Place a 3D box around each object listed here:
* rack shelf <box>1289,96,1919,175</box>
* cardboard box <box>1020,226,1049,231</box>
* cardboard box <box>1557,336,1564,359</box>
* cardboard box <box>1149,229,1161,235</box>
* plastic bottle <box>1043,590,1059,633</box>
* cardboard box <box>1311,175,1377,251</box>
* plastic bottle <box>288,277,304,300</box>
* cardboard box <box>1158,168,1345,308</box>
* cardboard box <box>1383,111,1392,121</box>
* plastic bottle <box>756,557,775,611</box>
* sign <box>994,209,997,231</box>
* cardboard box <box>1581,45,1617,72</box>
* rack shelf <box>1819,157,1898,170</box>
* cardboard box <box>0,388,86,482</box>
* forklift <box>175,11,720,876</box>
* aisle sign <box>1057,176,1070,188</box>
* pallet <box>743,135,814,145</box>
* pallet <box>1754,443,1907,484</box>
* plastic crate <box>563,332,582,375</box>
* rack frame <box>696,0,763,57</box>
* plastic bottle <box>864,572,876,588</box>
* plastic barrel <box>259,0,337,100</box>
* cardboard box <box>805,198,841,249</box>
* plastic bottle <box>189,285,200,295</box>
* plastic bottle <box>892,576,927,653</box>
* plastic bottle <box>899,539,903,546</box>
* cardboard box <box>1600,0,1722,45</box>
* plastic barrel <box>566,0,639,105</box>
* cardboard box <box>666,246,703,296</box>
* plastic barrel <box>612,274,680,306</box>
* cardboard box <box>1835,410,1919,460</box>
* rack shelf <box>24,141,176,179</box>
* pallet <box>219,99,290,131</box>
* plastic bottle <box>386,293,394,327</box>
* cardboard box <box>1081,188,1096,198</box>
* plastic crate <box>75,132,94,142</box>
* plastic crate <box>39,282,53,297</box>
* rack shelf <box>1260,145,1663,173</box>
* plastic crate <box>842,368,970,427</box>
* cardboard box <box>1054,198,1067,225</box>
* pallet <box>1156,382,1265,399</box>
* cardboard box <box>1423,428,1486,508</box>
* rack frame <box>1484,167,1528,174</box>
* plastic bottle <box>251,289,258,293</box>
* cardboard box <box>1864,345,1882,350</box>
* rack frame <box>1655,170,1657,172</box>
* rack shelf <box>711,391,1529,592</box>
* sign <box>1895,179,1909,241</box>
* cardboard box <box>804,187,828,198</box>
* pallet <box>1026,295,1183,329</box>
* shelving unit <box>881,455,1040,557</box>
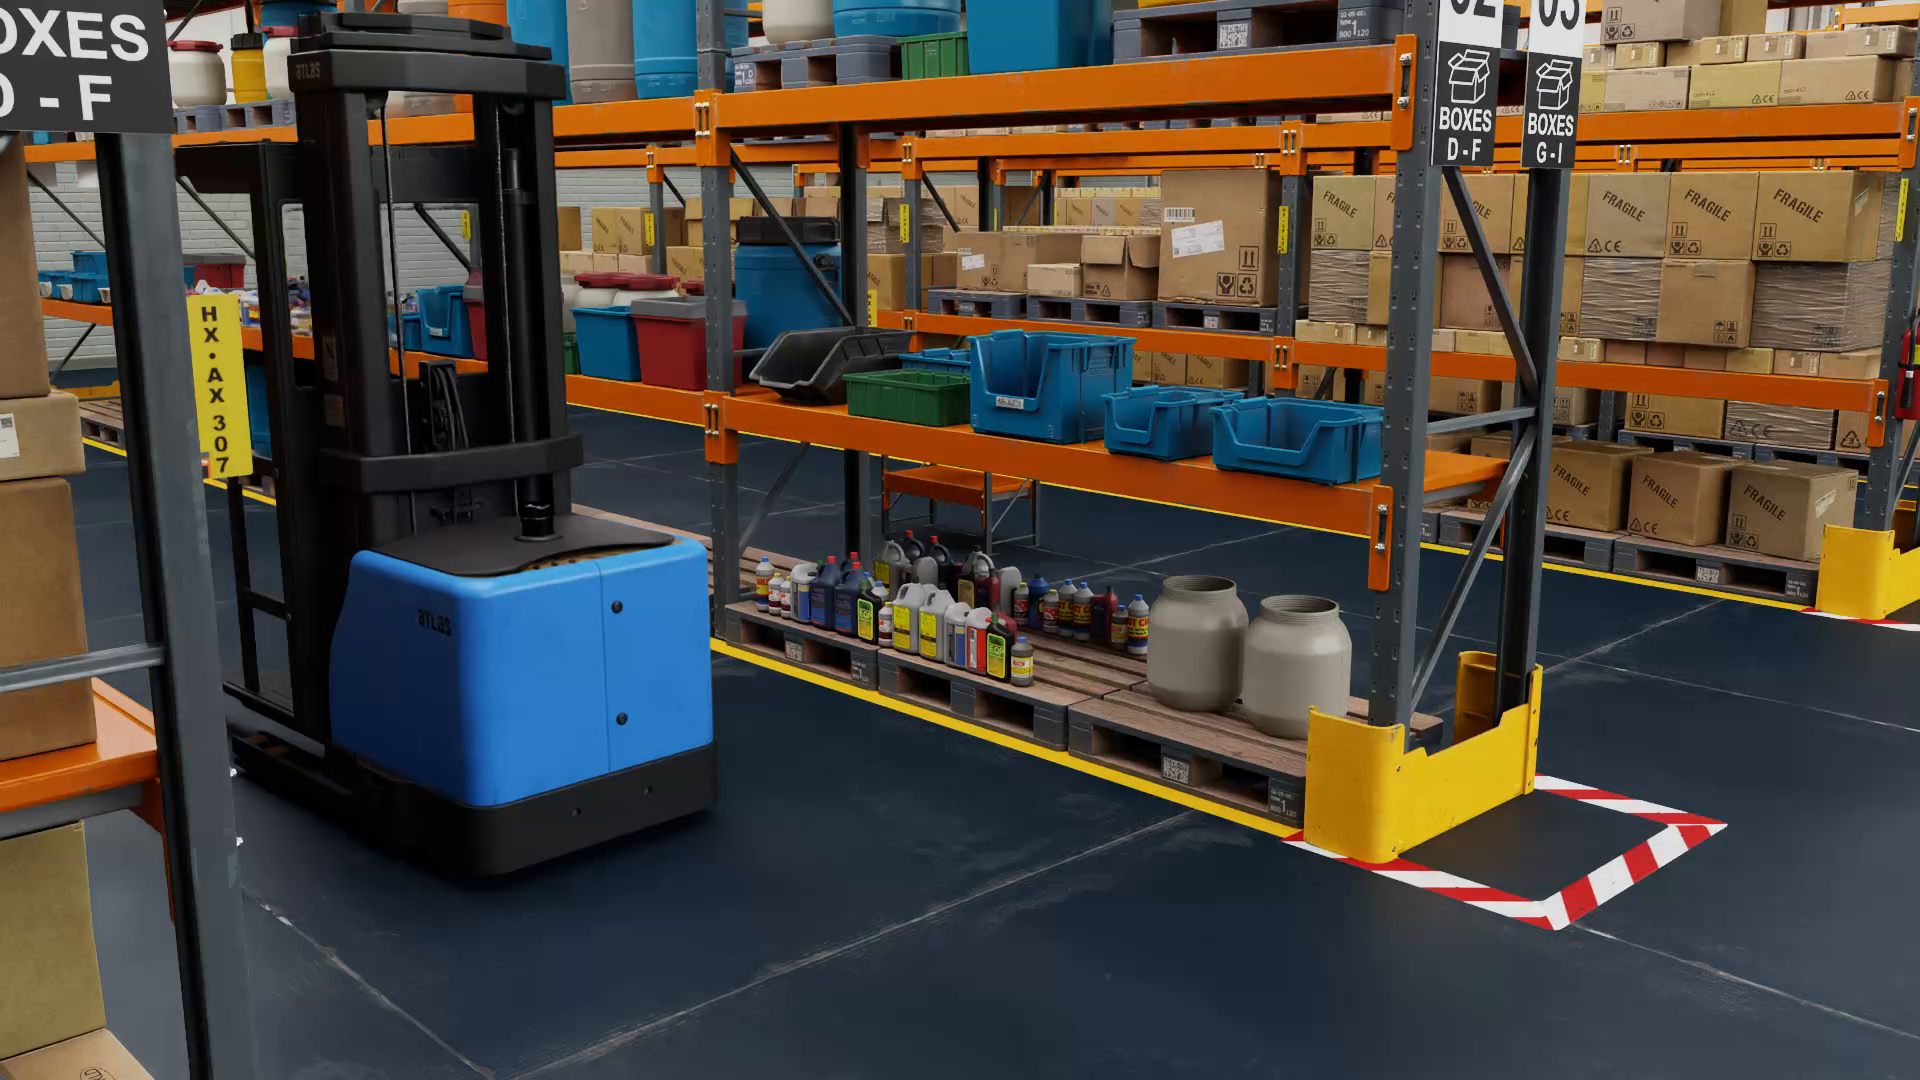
[{"bbox_3d":[4.058,-2.522,10.567,1.077,0.370,4.000,-11,16,-43],"label":"rack shelf"},{"bbox_3d":[0.946,-3.753,20.303,0.380,0.149,0.250,-10,16,-41],"label":"cardboard box"},{"bbox_3d":[3.859,-1.253,10.683,0.380,0.149,0.250,-11,16,-43],"label":"cardboard box"},{"bbox_3d":[2.362,-3.452,18.842,0.380,0.149,0.250,-10,15,-41],"label":"cardboard box"},{"bbox_3d":[0.456,0.345,8.147,0.097,0.201,0.097,0,12,0],"label":"plastic bottle"},{"bbox_3d":[2.804,-2.280,11.582,0.500,0.500,0.500,-11,16,-43],"label":"cardboard box"},{"bbox_3d":[-5.535,-2.014,13.877,0.144,0.351,0.185,-11,16,-43],"label":"plastic bottle"},{"bbox_3d":[2.230,-2.332,12.768,1.000,1.000,1.000,-11,16,-42],"label":"cardboard box"},{"bbox_3d":[3.172,-2.915,11.063,0.500,0.250,0.500,-11,16,-43],"label":"cardboard box"},{"bbox_3d":[-1.002,0.222,8.572,0.097,0.271,0.097,0,12,0],"label":"plastic bottle"},{"bbox_3d":[0.301,-2.886,15.312,0.100,0.325,0.005,-11,16,-43],"label":"sign"},{"bbox_3d":[3.973,-2.938,10.190,0.250,0.149,0.380,11,16,42],"label":"cardboard box"},{"bbox_3d":[11.226,-3.903,17.270,1.077,0.370,4.000,-11,16,-43],"label":"rack shelf"},{"bbox_3d":[-1.843,-0.187,3.030,0.380,0.149,0.250,-11,16,-43],"label":"cardboard box"},{"bbox_3d":[-2.320,-0.516,6.654,3.031,2.935,1.130,11,16,43],"label":"forklift"},{"bbox_3d":[1.732,-6.156,27.415,0.394,0.787,0.004,-11,16,-43],"label":"aisle sign"},{"bbox_3d":[-1.343,-3.907,15.974,1.003,0.211,1.213,-10,15,-40],"label":"pallet"},{"bbox_3d":[7.649,-0.707,14.322,1.003,0.211,1.213,-11,16,-43],"label":"pallet"},{"bbox_3d":[-2.312,-1.118,9.928,0.450,0.188,0.662,-11,16,-43],"label":"plastic crate"},{"bbox_3d":[-0.905,-3.945,8.258,1.000,3.000,0.127,-11,16,-43],"label":"rack frame"},{"bbox_3d":[-0.461,0.294,8.221,0.097,0.271,0.097,0,12,0],"label":"plastic bottle"},{"bbox_3d":[-5.141,-3.867,13.029,0.600,0.901,0.708,-11,16,-43],"label":"plastic barrel"},{"bbox_3d":[-1.027,-3.025,15.928,0.797,0.503,0.637,-10,16,-41],"label":"cardboard box"},{"bbox_3d":[-6.393,-1.985,13.899,0.061,0.283,0.133,-11,16,-43],"label":"plastic bottle"},{"bbox_3d":[-0.224,0.341,7.799,0.144,0.351,0.185,-11,16,-43],"label":"plastic bottle"},{"bbox_3d":[-0.334,0.133,8.976,0.061,0.283,0.133,-10,15,-40],"label":"plastic bottle"},{"bbox_3d":[4.186,-3.213,9.914,0.500,0.500,0.500,-11,16,-43],"label":"cardboard box"},{"bbox_3d":[-1.865,-2.861,9.187,0.600,0.901,0.600,0,12,0],"label":"plastic barrel"},{"bbox_3d":[-2.711,-2.811,17.376,0.500,0.500,0.500,-11,16,-42],"label":"cardboard box"},{"bbox_3d":[-1.914,-1.350,10.196,0.433,0.535,0.433,0,12,0],"label":"plastic barrel"},{"bbox_3d":[7.971,-1.172,13.893,0.875,0.875,0.875,-11,16,-43],"label":"cardboard box"},{"bbox_3d":[-7.811,-3.583,15.717,1.077,0.370,4.000,-11,16,-43],"label":"rack shelf"},{"bbox_3d":[-5.033,-3.285,12.956,1.003,0.211,1.213,-11,16,-43],"label":"pallet"},{"bbox_3d":[-4.431,-1.791,12.991,0.097,0.271,0.097,0,12,0],"label":"plastic bottle"},{"bbox_3d":[2.126,-5.477,26.228,0.250,0.149,0.380,11,16,43],"label":"cardboard box"},{"bbox_3d":[-7.885,-3.803,15.295,0.437,0.282,0.530,-11,16,-43],"label":"plastic crate"},{"bbox_3d":[-9.098,-2.518,16.704,0.250,0.136,0.298,-11,16,-43],"label":"plastic crate"},{"bbox_3d":[4.953,-3.782,16.683,1.077,0.370,4.000,-11,16,-43],"label":"rack shelf"},{"bbox_3d":[-0.172,-0.665,7.732,0.450,0.188,0.662,-11,16,-43],"label":"plastic crate"},{"bbox_3d":[1.683,-5.258,26.773,0.500,0.500,0.500,-11,16,-44],"label":"cardboard box"},{"bbox_3d":[3.033,-1.705,19.166,1.003,0.211,1.213,-11,16,-43],"label":"pallet"},{"bbox_3d":[3.325,-0.532,11.712,0.500,0.500,0.500,-5,13,-25],"label":"cardboard box"},{"bbox_3d":[7.082,-3.662,21.750,1.000,3.000,0.127,-11,16,-43],"label":"rack frame"},{"bbox_3d":[-5.636,-1.879,13.404,0.152,0.276,0.135,-11,16,-43],"label":"plastic bottle"},{"bbox_3d":[5.415,-1.065,9.769,0.380,0.149,0.250,-11,16,-43],"label":"cardboard box"},{"bbox_3d":[10.669,-4.354,25.110,1.000,3.000,0.127,-11,16,-43],"label":"rack frame"},{"bbox_3d":[0.476,-0.362,7.519,1.077,0.370,4.000,-11,16,-43],"label":"rack shelf"},{"bbox_3d":[5.024,-1.760,8.870,0.100,0.325,0.005,-11,16,-43],"label":"sign"},{"bbox_3d":[-1.835,-4.706,23.359,0.500,0.500,0.500,-11,16,-43],"label":"cardboard box"},{"bbox_3d":[1.311,-1.903,13.692,1.003,0.211,1.213,-11,16,-43],"label":"pallet"},{"bbox_3d":[-0.005,-0.552,11.303,0.538,1.125,1.048,-11,16,-43],"label":"shelving unit"}]
